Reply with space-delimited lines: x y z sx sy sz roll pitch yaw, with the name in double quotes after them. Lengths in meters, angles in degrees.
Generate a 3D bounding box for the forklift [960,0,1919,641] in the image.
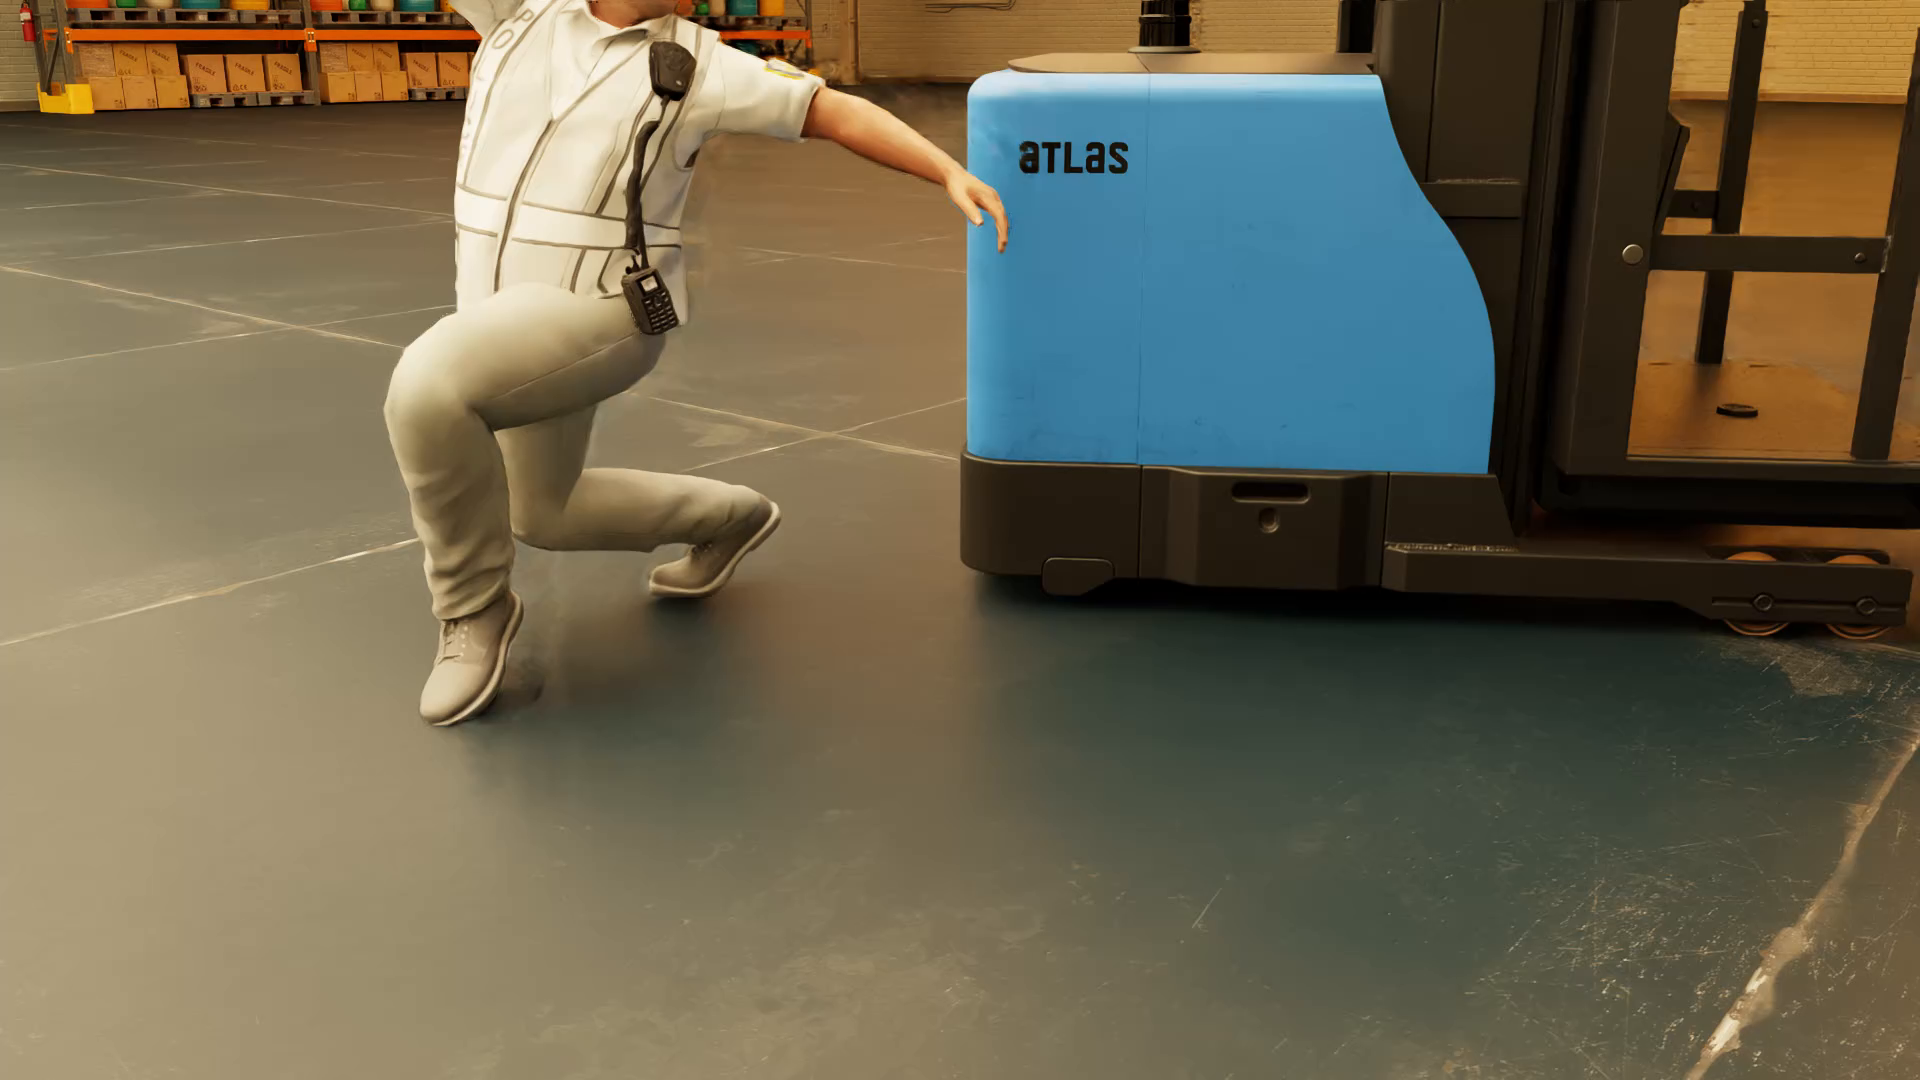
1.554 -1.367 3.400 3.031 2.935 1.130 2 17 6 "forklift"

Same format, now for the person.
-0.513 -0.456 2.978 0.984 1.474 0.956 10 19 29 "person"
